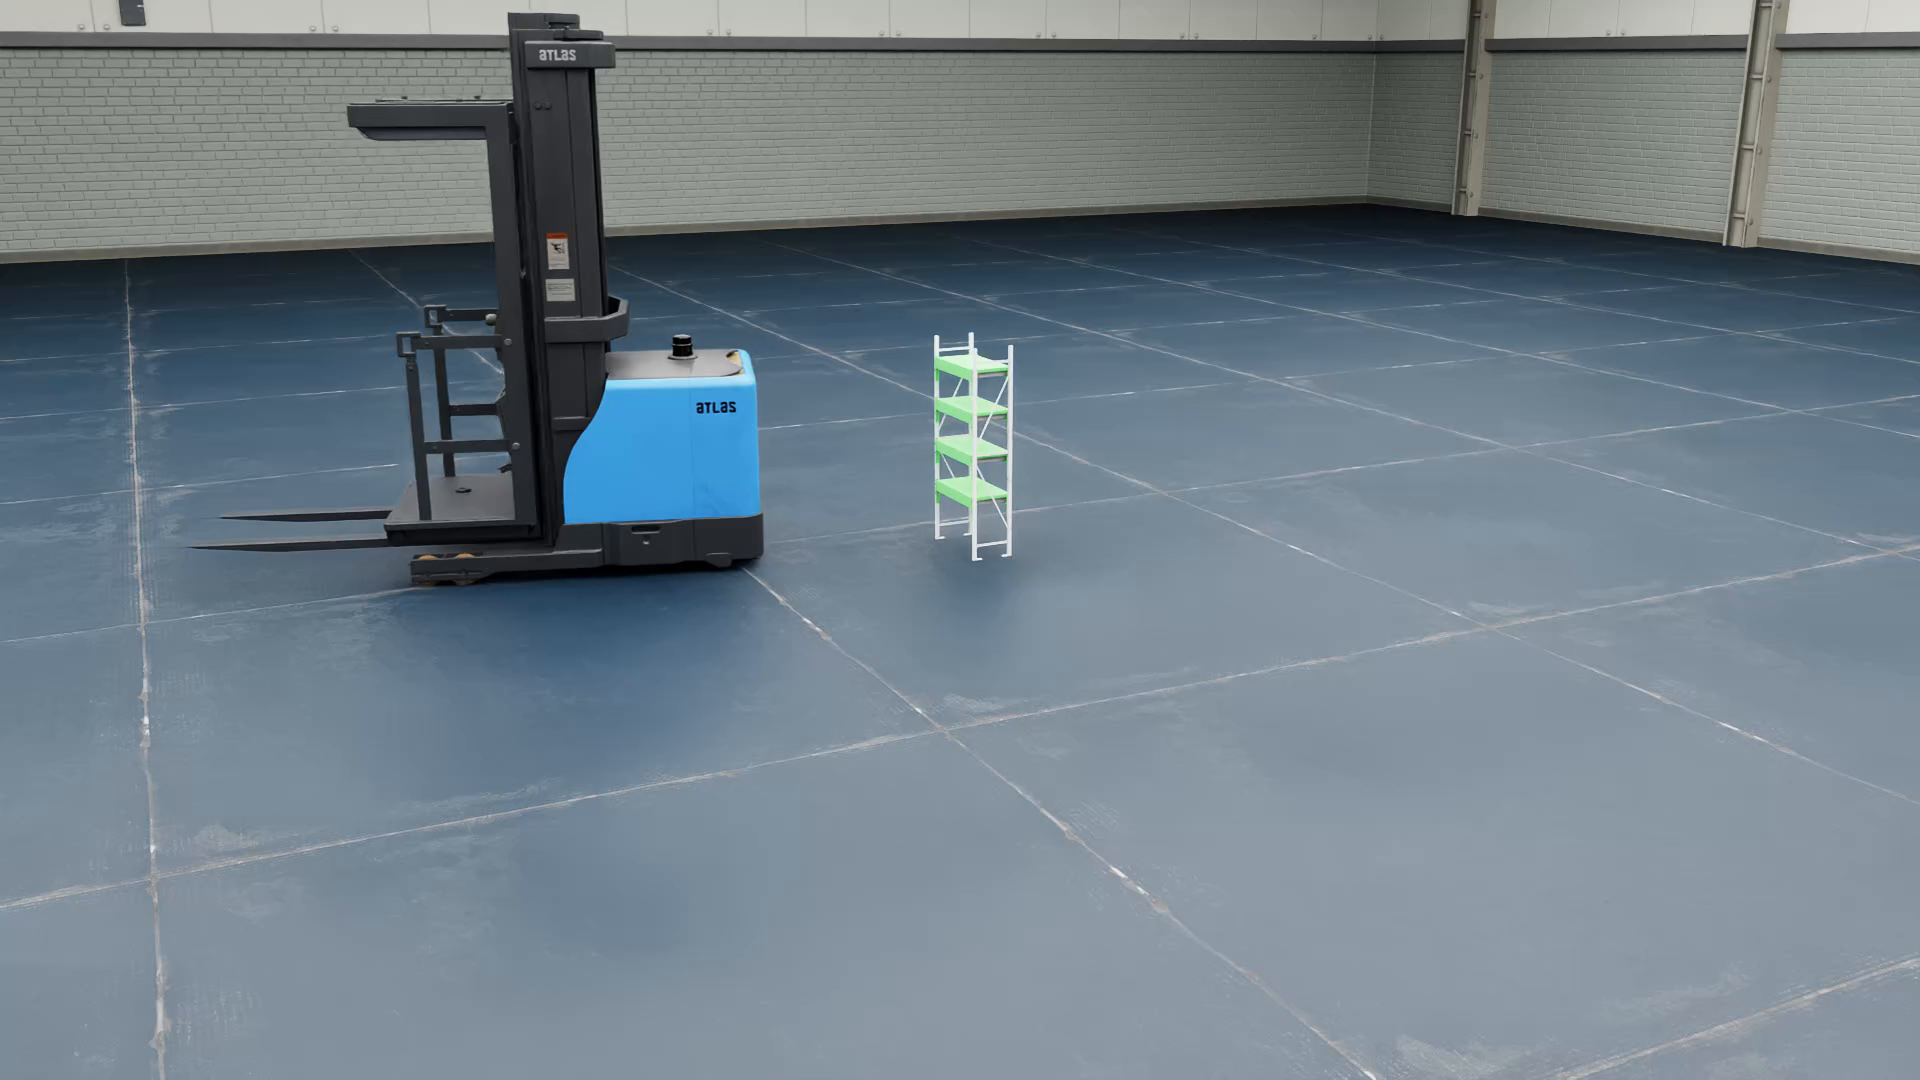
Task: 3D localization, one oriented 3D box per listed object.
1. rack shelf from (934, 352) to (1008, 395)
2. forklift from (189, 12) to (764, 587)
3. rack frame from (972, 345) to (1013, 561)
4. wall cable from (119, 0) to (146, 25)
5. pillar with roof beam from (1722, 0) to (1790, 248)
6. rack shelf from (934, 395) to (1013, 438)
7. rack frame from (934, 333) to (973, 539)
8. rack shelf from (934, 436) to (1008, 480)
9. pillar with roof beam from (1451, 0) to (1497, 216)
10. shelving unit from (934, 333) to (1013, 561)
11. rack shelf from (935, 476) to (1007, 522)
[{"bbox_3d":[0.073,-0.936,9.327,0.258,0.148,0.480,-8,18,-25],"label":"rack shelf"},{"bbox_3d":[-2.651,-1.316,9.024,3.031,2.935,1.130,-3,16,-9],"label":"forklift"},{"bbox_3d":[0.179,-0.475,9.231,0.240,1.200,0.015,-8,18,-25],"label":"rack frame"},{"bbox_3d":[-10.585,-10.170,22.711,2.305,6.003,0.169,-8,18,-25],"label":"wall cable"},{"bbox_3d":[8.051,-8.300,22.361,9.100,9.000,0.400,-8,18,-25],"label":"pillar with roof beam"},{"bbox_3d":[0.073,-0.705,9.394,0.258,0.148,0.480,-8,18,-25],"label":"rack shelf"},{"bbox_3d":[-0.034,-0.596,9.653,0.240,1.200,0.015,-8,18,-25],"label":"rack frame"},{"bbox_3d":[0.073,-0.474,9.460,0.258,0.148,0.480,-8,18,-25],"label":"rack shelf"},{"bbox_3d":[5.422,-9.788,27.545,9.100,9.000,0.400,-8,18,-25],"label":"pillar with roof beam"},{"bbox_3d":[0.073,-0.536,9.442,0.258,1.200,0.503,-8,18,-25],"label":"shelving unit"},{"bbox_3d":[0.073,-0.244,9.526,0.258,0.148,0.480,-8,18,-25],"label":"rack shelf"}]
